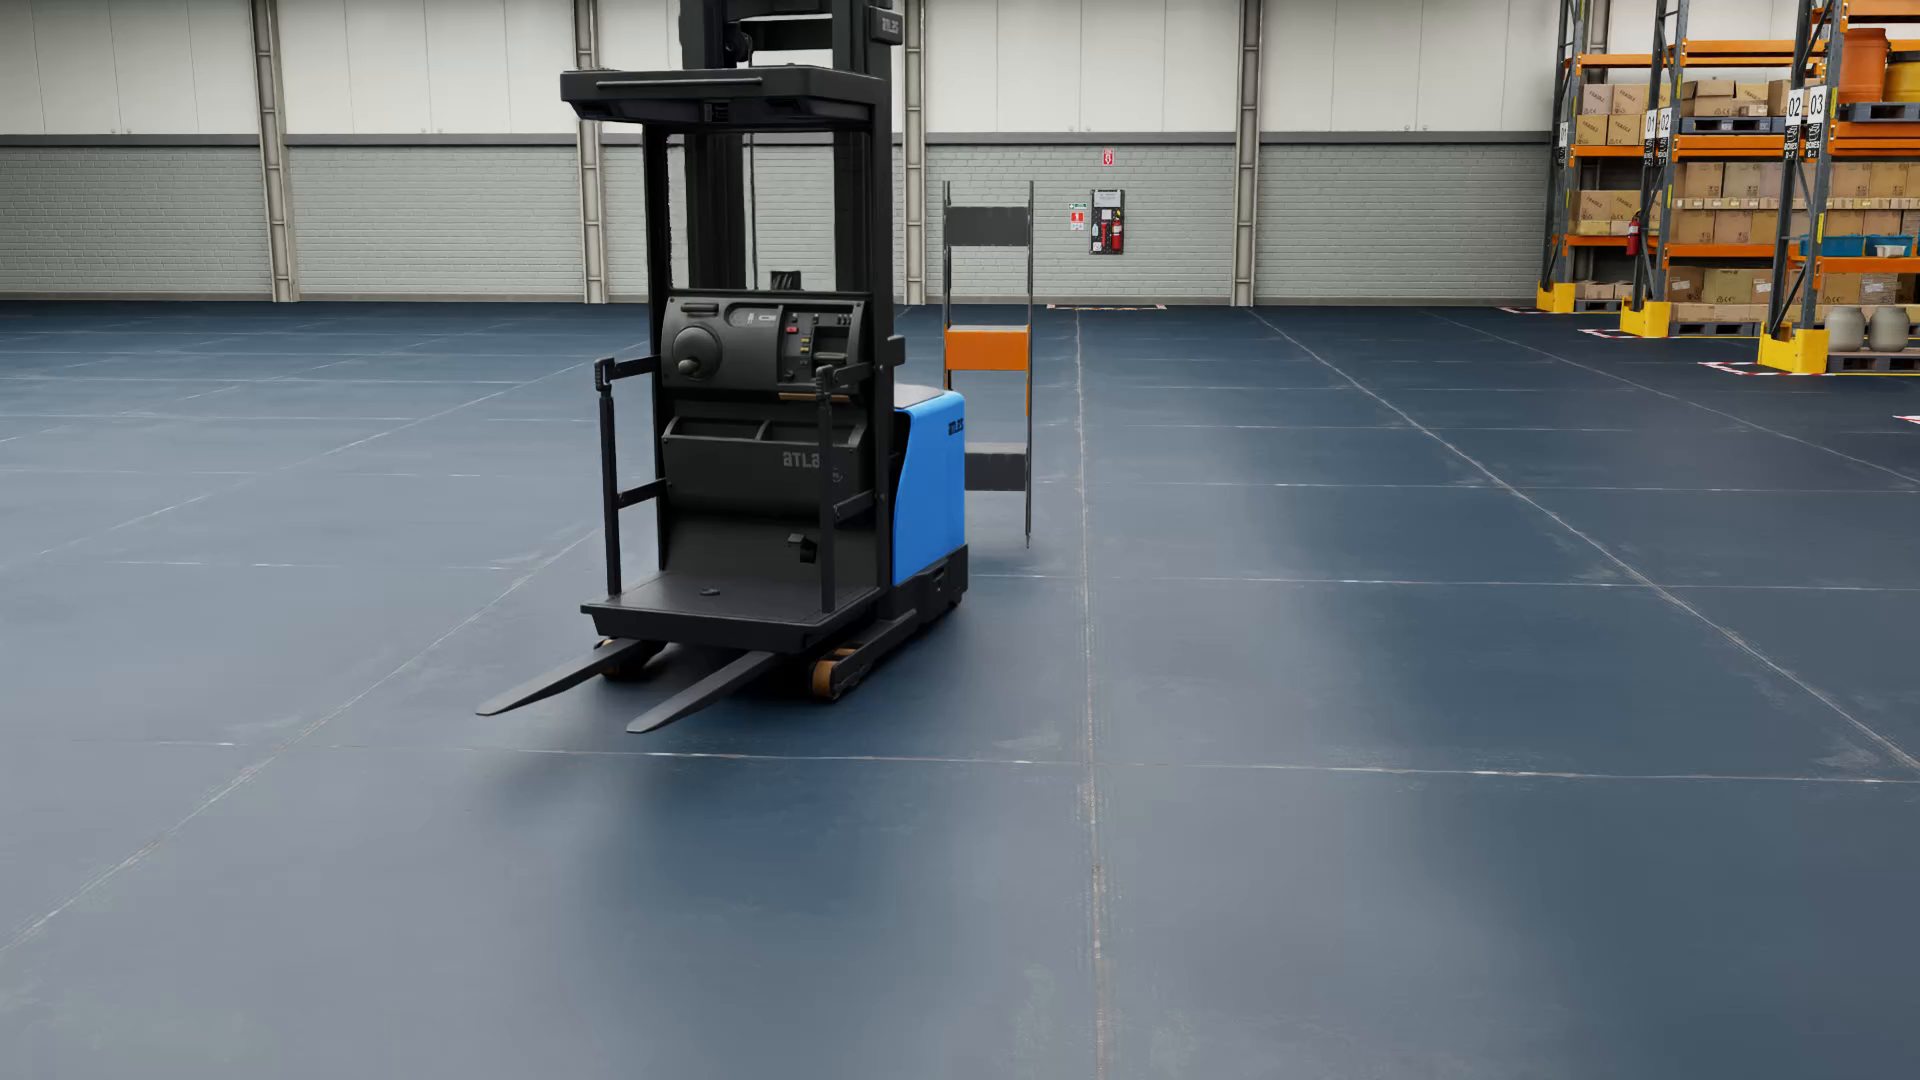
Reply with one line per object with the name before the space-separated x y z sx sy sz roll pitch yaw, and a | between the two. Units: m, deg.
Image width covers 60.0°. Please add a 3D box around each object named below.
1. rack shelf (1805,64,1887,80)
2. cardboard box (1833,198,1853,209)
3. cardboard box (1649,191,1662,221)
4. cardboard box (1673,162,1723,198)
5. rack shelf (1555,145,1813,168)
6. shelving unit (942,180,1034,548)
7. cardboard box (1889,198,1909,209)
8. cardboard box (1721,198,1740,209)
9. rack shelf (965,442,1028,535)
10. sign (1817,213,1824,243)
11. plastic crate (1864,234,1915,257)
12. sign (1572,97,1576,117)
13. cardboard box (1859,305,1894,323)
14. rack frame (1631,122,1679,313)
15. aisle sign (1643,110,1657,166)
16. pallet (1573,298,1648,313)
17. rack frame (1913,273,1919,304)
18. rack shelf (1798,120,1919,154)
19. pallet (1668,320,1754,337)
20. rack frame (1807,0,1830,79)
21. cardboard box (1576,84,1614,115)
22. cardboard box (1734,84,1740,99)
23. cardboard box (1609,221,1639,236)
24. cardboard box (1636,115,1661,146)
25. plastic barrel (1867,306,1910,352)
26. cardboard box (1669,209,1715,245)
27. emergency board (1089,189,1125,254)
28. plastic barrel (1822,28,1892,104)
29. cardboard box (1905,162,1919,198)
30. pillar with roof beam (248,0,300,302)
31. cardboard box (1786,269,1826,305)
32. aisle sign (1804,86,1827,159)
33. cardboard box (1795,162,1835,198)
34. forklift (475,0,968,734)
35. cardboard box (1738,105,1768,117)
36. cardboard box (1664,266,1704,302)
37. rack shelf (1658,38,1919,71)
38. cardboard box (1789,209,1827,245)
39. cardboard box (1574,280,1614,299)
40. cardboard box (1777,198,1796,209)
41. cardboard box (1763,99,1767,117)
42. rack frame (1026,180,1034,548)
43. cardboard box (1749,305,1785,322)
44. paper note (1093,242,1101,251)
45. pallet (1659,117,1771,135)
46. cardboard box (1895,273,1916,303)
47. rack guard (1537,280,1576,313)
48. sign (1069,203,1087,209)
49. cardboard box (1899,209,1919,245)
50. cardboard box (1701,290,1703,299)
rack shelf | 16.372 -7.816 28.061 4.000 0.370 1.077 1 12 4
cardboard box | 12.497 -4.787 23.670 0.250 0.149 0.380 1 12 5
cardboard box | 11.849 -5.728 28.483 0.500 0.500 0.500 0 12 2
cardboard box | 10.576 -5.172 23.926 0.500 0.500 0.700 1 12 4
rack shelf | 12.381 -6.599 28.589 4.000 0.370 1.077 1 12 4
shelving unit | 0.165 -1.025 9.714 0.503 2.100 0.431 1 12 4
cardboard box | 13.255 -4.776 23.618 0.250 0.149 0.380 0 12 2
cardboard box | 10.948 -4.808 23.770 0.250 0.149 0.380 1 12 4
rack shelf | 0.165 -0.327 9.860 0.480 0.518 0.431 1 12 4
sign | 9.682 -3.509 18.713 0.005 0.325 0.100 1 12 4
plastic crate | 10.890 -3.457 19.505 0.408 0.251 0.499 1 12 4
sign | 10.349 -7.295 28.027 0.005 0.325 0.100 1 12 4
cardboard box | 13.074 -3.273 23.951 0.500 0.250 0.500 1 12 4
rack frame | 10.058 -4.498 24.115 0.127 3.000 1.000 1 12 4
aisle sign | 10.012 -5.831 24.140 0.004 0.787 0.394 1 12 4
pallet | 11.269 -4.126 29.146 1.213 0.211 1.003 1 12 4
rack frame | 14.049 -4.443 23.854 0.127 3.000 1.000 1 12 4
rack shelf | 11.719 -4.575 18.914 4.000 0.370 1.077 1 12 4
pallet | 10.824 -3.131 24.392 1.213 0.211 1.003 1 12 4
rack frame | 14.376 -8.392 28.078 0.127 3.000 1.000 1 12 4
cardboard box | 10.753 -7.471 28.269 0.500 0.500 0.500 0 12 0
cardboard box | 12.789 -7.433 28.088 0.500 0.500 0.500 0 12 2
cardboard box | 11.370 -5.370 28.605 0.500 0.250 0.500 0 12 2
cardboard box | 11.754 -6.960 28.268 0.500 0.500 0.500 1 12 6
plastic barrel | 10.885 -2.473 19.489 0.421 0.512 0.421 0 12 0
cardboard box | 10.523 -4.538 24.062 0.500 0.500 0.700 1 12 4
emergency board | 2.692 -5.801 30.344 0.643 1.169 0.194 1 12 4
plastic barrel | 10.217 -5.389 18.976 0.708 0.830 0.600 1 12 4
cardboard box | 13.606 -5.132 23.734 0.500 0.500 0.700 1 12 4
pillar with roof beam | -13.092 -8.062 26.504 0.400 9.000 9.100 1 12 4
cardboard box | 12.075 -3.651 23.924 0.500 0.500 0.500 1 12 4
aisle sign | 9.632 -4.699 18.730 0.004 0.787 0.394 1 12 4
cardboard box | 12.104 -5.152 23.832 0.500 0.500 0.700 1 12 4
forklift | -0.919 -0.872 6.950 1.130 2.935 3.031 4 12 18
cardboard box | 11.220 -6.065 23.527 0.250 0.149 0.380 1 12 4
cardboard box | 10.613 -3.778 24.533 0.500 0.500 0.500 1 12 4
rack shelf | 12.054 -6.859 23.485 4.000 0.370 1.077 1 12 4
cardboard box | 12.068 -4.517 23.964 0.500 0.500 0.700 1 12 5
cardboard box | 11.070 -4.381 29.051 0.500 0.311 0.500 -1 12 -3
cardboard box | 11.720 -4.798 23.720 0.250 0.149 0.380 1 12 3
cardboard box | 11.779 -6.227 23.906 0.500 0.311 0.500 2 12 10
rack frame | 0.409 -1.022 9.698 0.015 2.100 0.400 1 12 4
cardboard box | 11.576 -3.292 24.039 0.500 0.250 0.500 1 12 4
paper note | 2.520 -5.386 30.513 0.142 0.148 0.016 1 12 4
pallet | 10.762 -5.908 23.746 1.213 0.211 1.003 1 12 4
cardboard box | 13.607 -3.740 24.352 0.500 0.500 0.500 1 12 4
rack guard | 10.461 -4.285 29.204 0.348 0.500 1.175 1 12 4
sign | 2.151 -6.104 30.414 0.331 0.109 0.001 1 12 4
cardboard box | 13.606 -4.497 23.866 0.500 0.500 0.700 0 12 2
cardboard box | 12.782 -4.301 29.063 0.250 0.149 0.380 0 12 -1
